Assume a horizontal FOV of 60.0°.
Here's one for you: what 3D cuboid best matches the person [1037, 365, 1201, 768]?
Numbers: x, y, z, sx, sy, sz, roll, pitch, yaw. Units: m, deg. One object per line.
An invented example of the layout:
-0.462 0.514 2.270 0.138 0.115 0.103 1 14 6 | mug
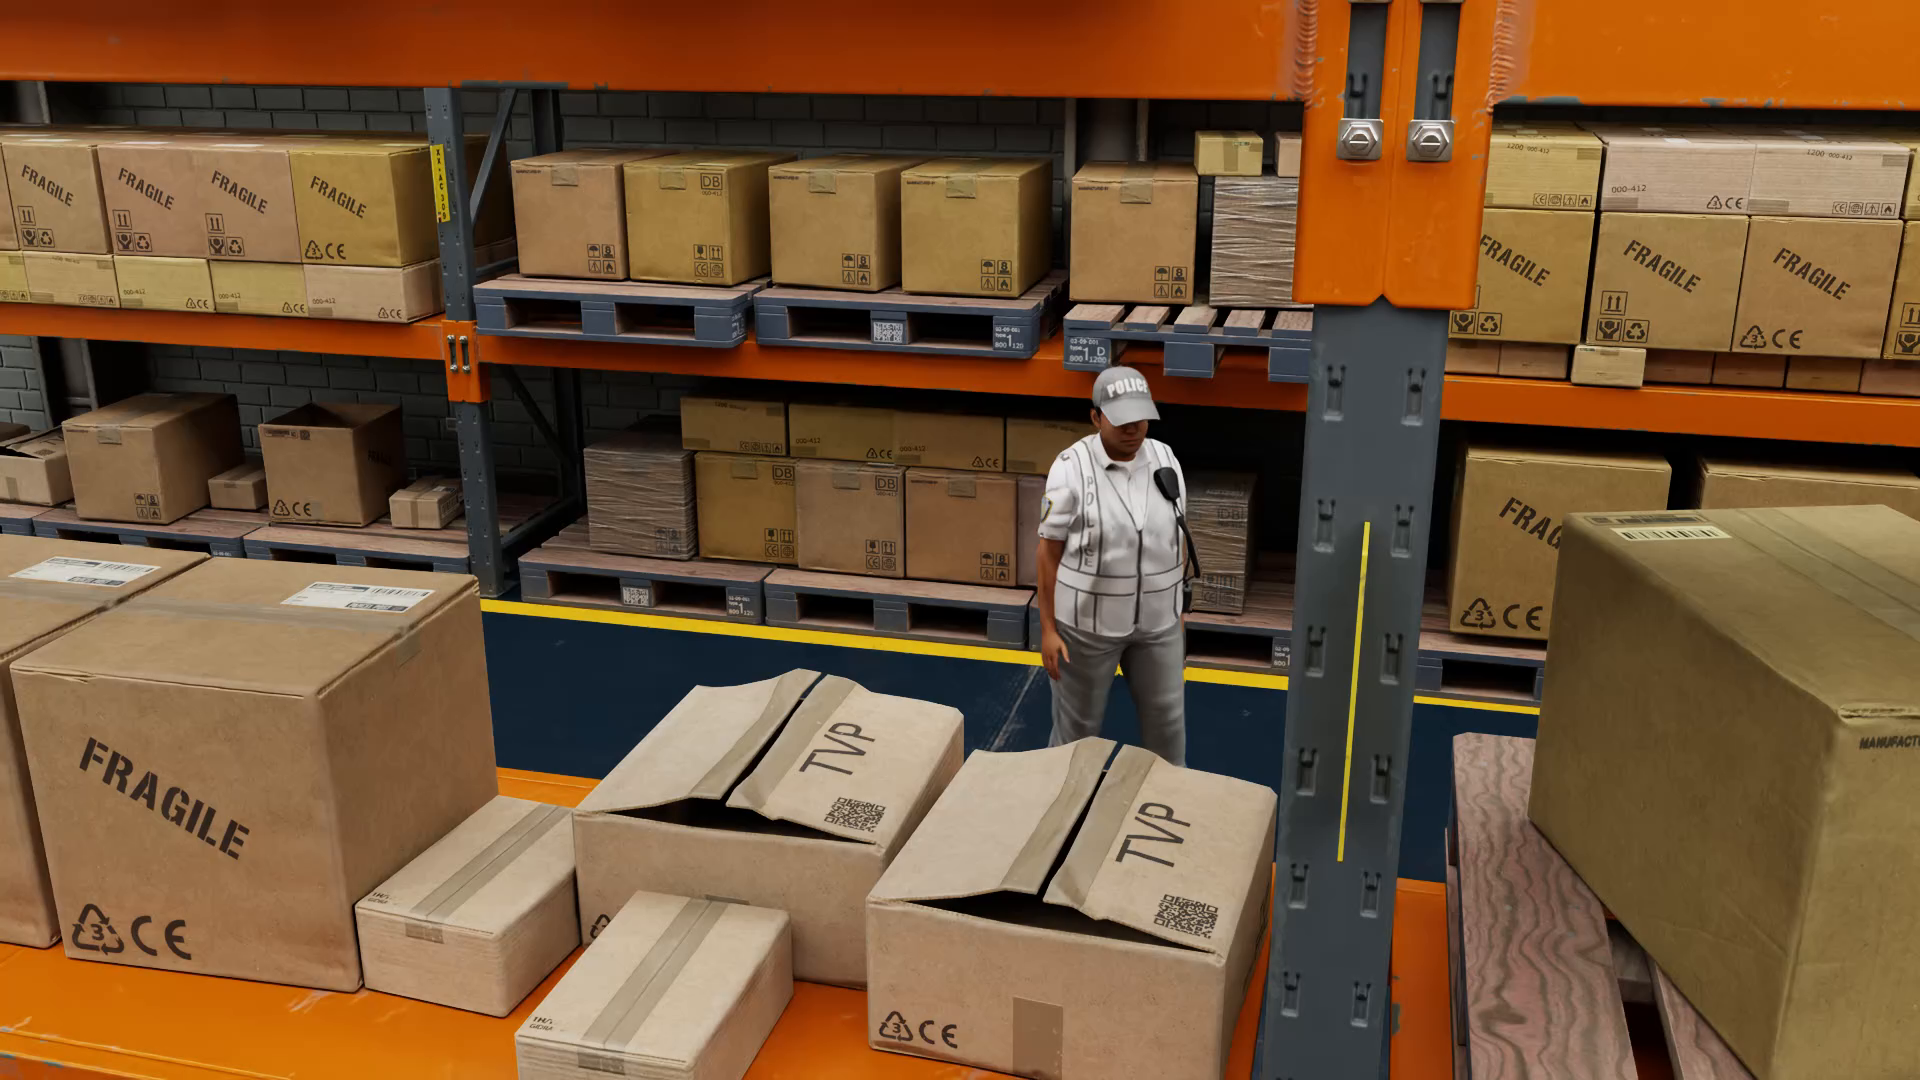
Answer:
0.511 0.289 5.165 0.504 1.663 0.538 -5 19 -15 | person
